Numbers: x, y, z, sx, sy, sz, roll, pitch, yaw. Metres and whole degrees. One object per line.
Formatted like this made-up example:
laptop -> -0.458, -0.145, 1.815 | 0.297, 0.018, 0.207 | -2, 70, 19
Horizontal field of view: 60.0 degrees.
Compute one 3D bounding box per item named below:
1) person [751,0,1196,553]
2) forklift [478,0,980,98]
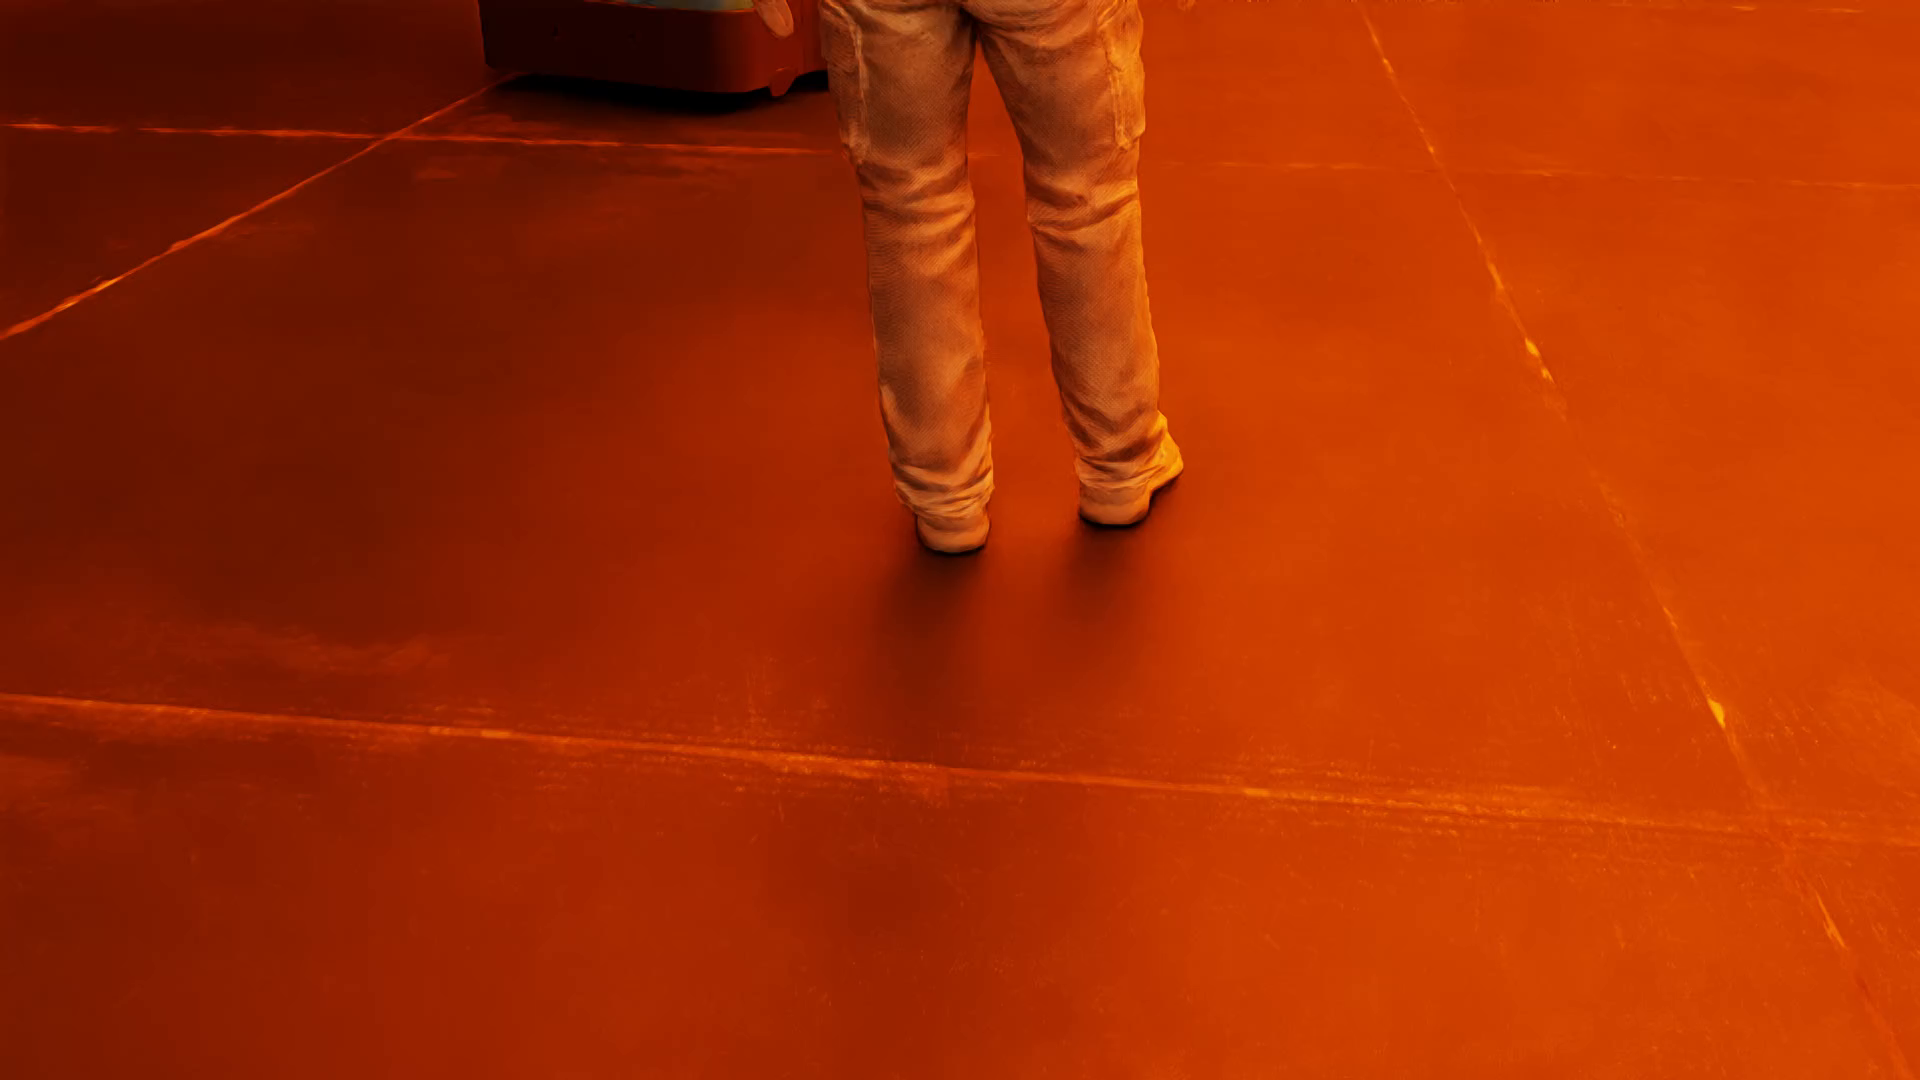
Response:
person -> 0.017, -0.833, 2.163 | 0.655, 1.777, 0.576 | 3, 27, 7
forklift -> -0.437, -3.297, 5.827 | 1.130, 2.935, 3.031 | 13, 29, 24
